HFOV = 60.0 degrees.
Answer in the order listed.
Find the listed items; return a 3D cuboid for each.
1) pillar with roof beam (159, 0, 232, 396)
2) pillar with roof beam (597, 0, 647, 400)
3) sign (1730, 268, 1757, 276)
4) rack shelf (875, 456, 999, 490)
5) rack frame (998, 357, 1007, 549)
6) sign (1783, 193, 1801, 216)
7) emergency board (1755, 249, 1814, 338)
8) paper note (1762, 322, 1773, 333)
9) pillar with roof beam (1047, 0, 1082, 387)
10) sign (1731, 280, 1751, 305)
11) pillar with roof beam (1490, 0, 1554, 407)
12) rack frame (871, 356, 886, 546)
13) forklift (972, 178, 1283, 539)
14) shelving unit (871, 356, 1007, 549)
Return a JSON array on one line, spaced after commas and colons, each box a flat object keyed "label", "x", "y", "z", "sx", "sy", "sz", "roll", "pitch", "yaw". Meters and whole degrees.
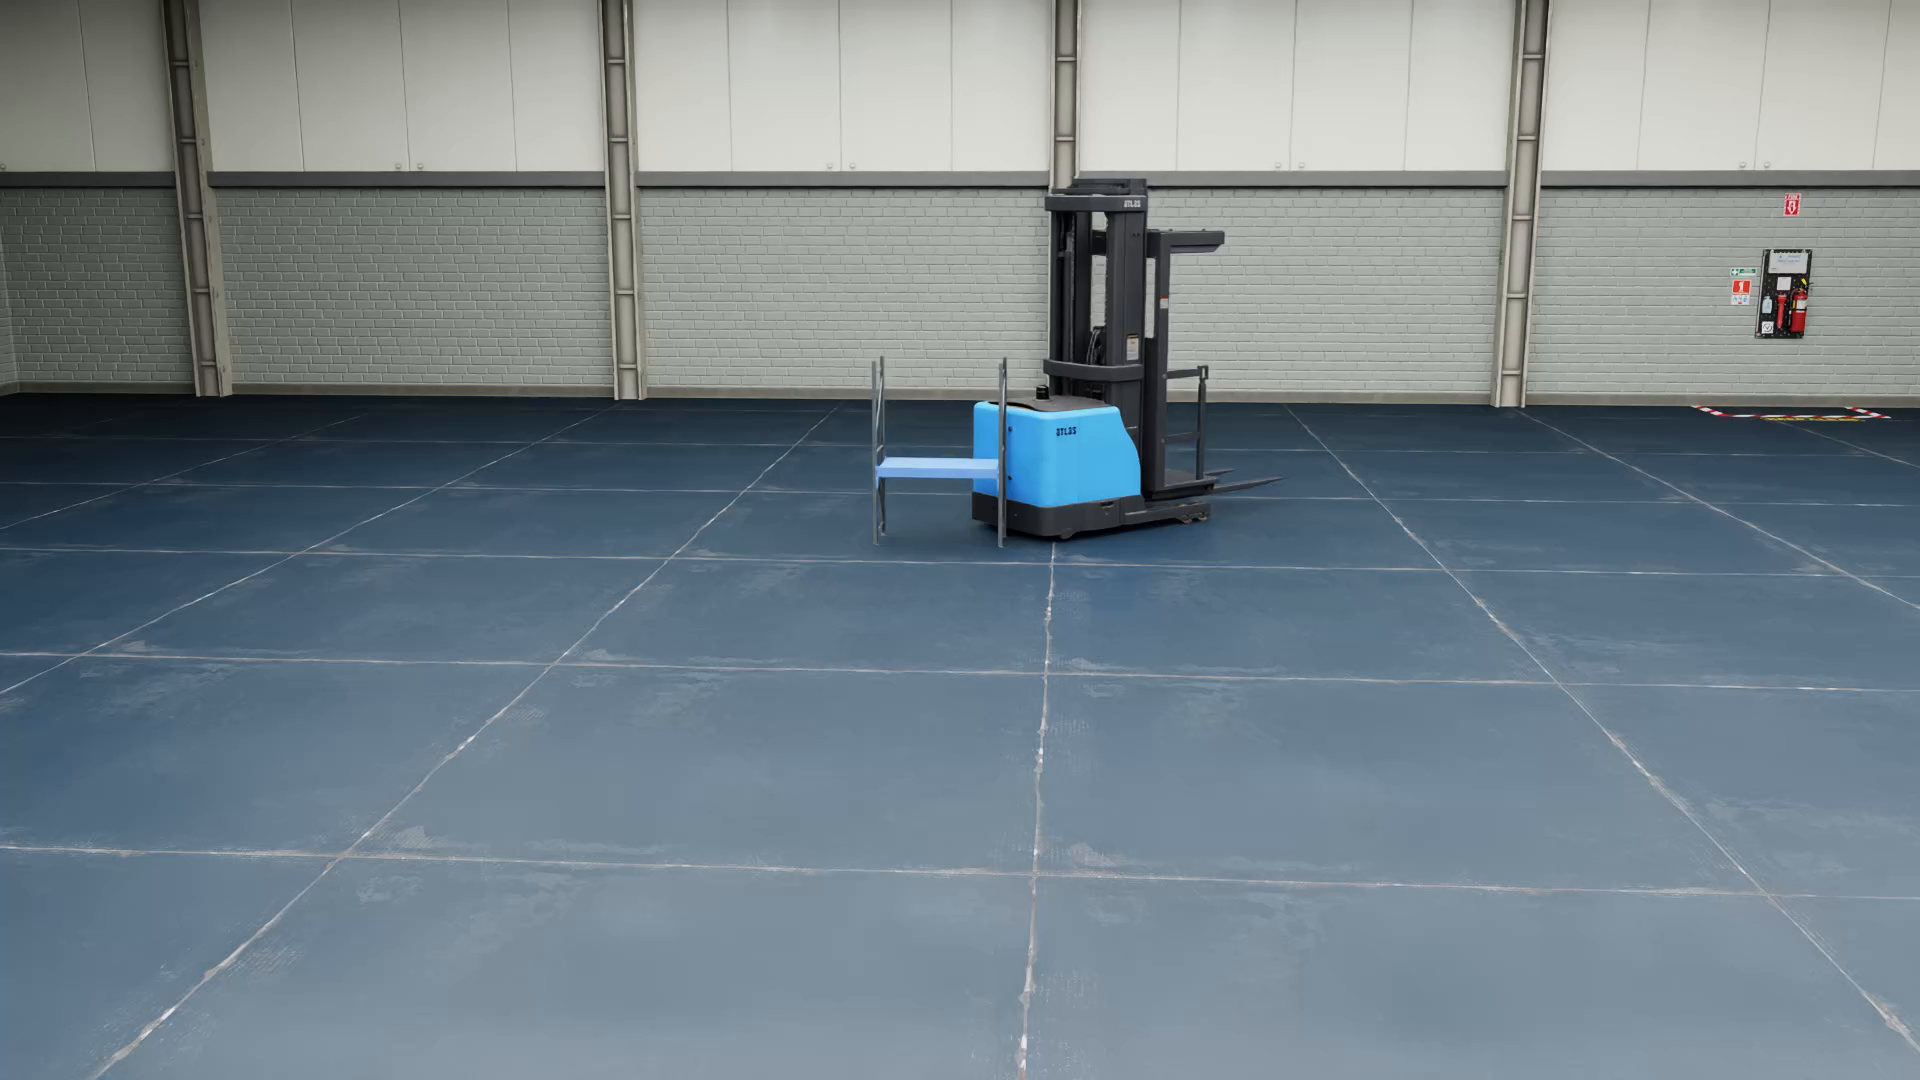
[{"label": "pillar with roof beam", "x": -10.866, "y": -5.583, "z": 18.478, "sx": 0.400, "sy": 9.000, "sz": 9.100, "roll": 1, "pitch": 12, "yaw": 4}, {"label": "pillar with roof beam", "x": -4.879, "y": -5.501, "z": 18.086, "sx": 0.400, "sy": 9.000, "sz": 9.100, "roll": 1, "pitch": 12, "yaw": 4}, {"label": "sign", "x": 10.364, "y": -3.543, "z": 21.996, "sx": 0.331, "sy": 0.109, "sz": 0.001, "roll": 1, "pitch": 12, "yaw": 4}, {"label": "rack shelf", "x": -0.160, "y": -0.550, "z": 13.615, "sx": 1.000, "sy": 0.185, "sz": 0.538, "roll": 1, "pitch": 12, "yaw": 5}, {"label": "rack frame", "x": 0.346, "y": -0.716, "z": 13.530, "sx": 0.032, "sy": 1.500, "sz": 0.500, "roll": 1, "pitch": 12, "yaw": 5}, {"label": "sign", "x": 10.904, "y": -4.394, "z": 21.786, "sx": 0.199, "sy": 0.298, "sz": 0.001, "roll": 1, "pitch": 12, "yaw": 4}, {"label": "emergency board", "x": 10.905, "y": -3.239, "z": 21.926, "sx": 0.643, "sy": 1.169, "sz": 0.194, "roll": 1, "pitch": 12, "yaw": 4}, {"label": "paper note", "x": 10.733, "y": -2.824, "z": 22.095, "sx": 0.142, "sy": 0.148, "sz": 0.016, "roll": 1, "pitch": 12, "yaw": 4}, {"label": "pillar with roof beam", "x": 1.107, "y": -5.418, "z": 17.693, "sx": 0.400, "sy": 9.000, "sz": 9.100, "roll": 1, "pitch": 12, "yaw": 4}, {"label": "sign", "x": 10.360, "y": -3.285, "z": 22.059, "sx": 0.234, "sy": 0.329, "sz": 0.001, "roll": 1, "pitch": 12, "yaw": 4}, {"label": "pillar with roof beam", "x": 7.094, "y": -5.336, "z": 17.301, "sx": 0.400, "sy": 9.000, "sz": 9.100, "roll": 1, "pitch": 12, "yaw": 4}, {"label": "rack frame", "x": -0.666, "y": -0.736, "z": 13.625, "sx": 0.032, "sy": 1.500, "sz": 0.500, "roll": 1, "pitch": 12, "yaw": 5}, {"label": "forklift", "x": 1.585, "y": -1.657, "z": 14.533, "sx": 3.031, "sy": 2.935, "sz": 1.130, "roll": -9, "pitch": 15, "yaw": -36}, {"label": "shelving unit", "x": -0.160, "y": -0.726, "z": 13.578, "sx": 1.048, "sy": 1.500, "sz": 0.538, "roll": 1, "pitch": 12, "yaw": 5}]
